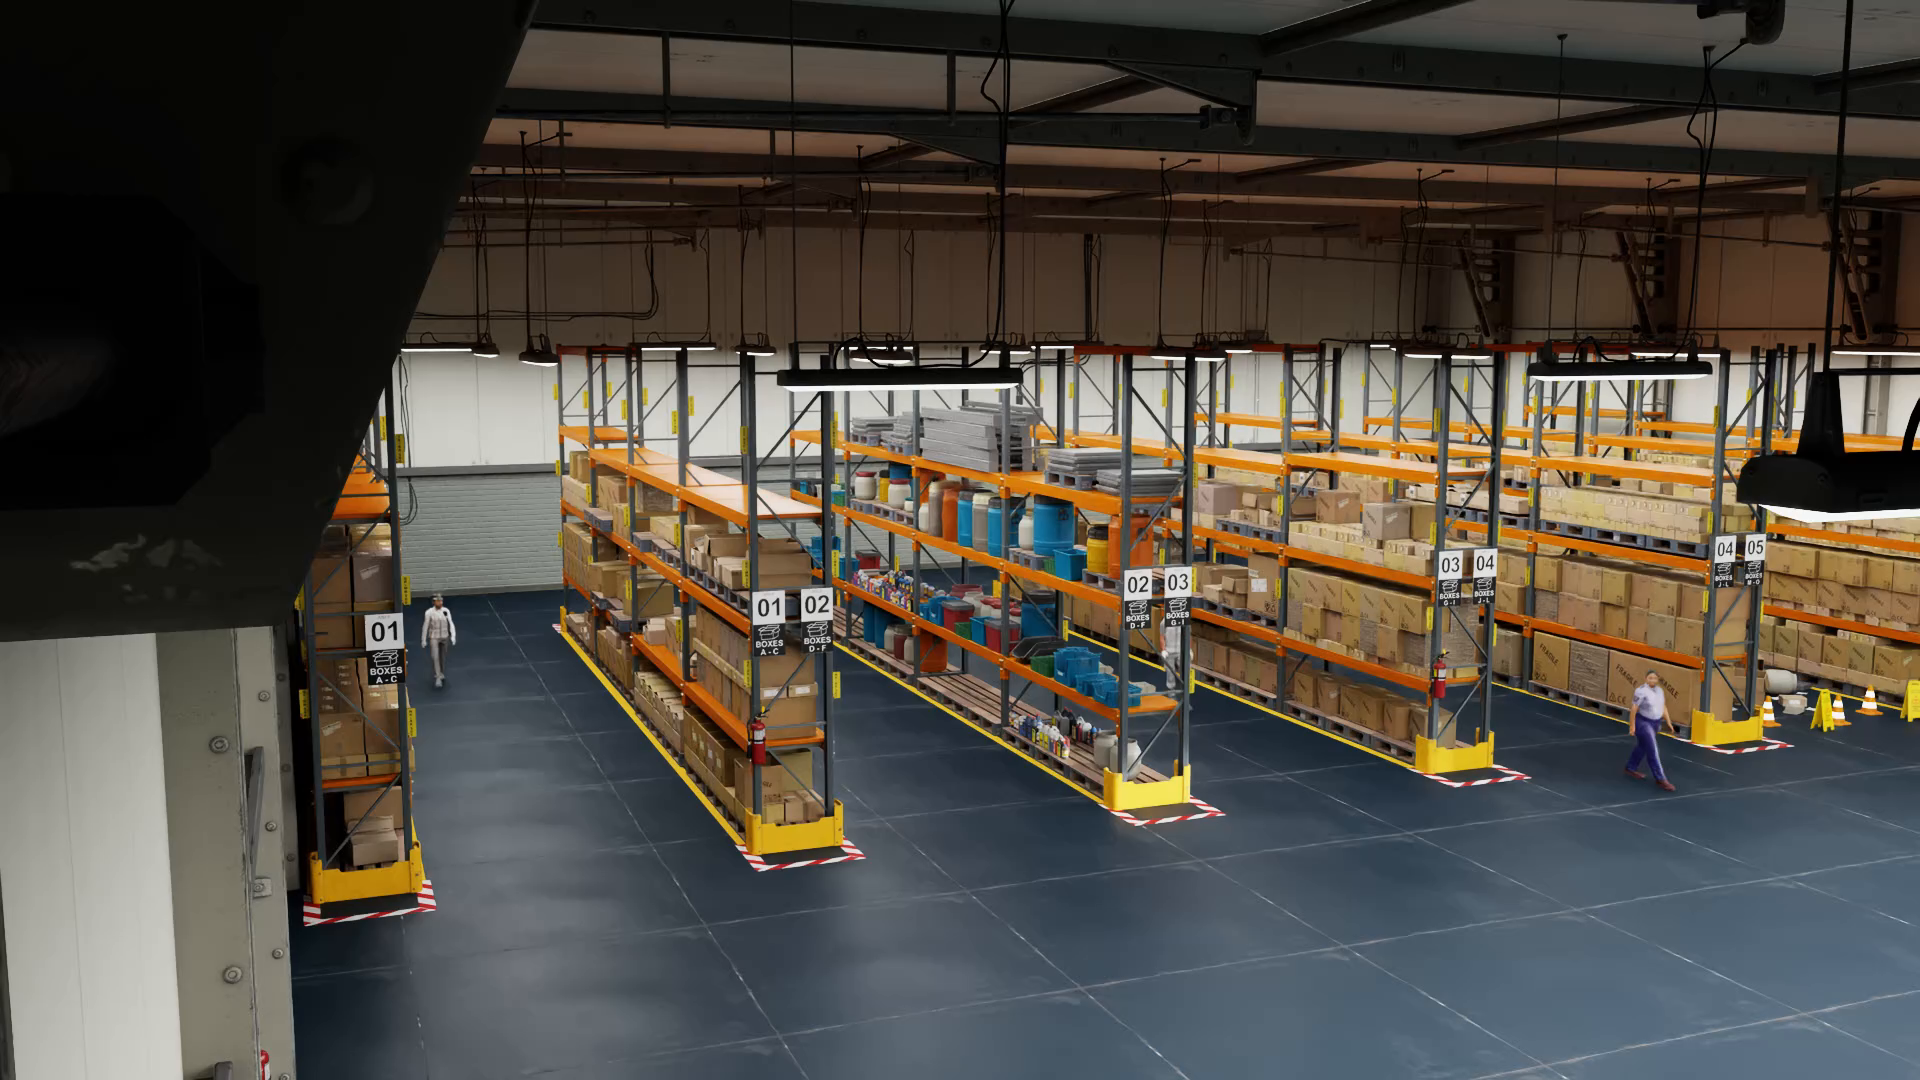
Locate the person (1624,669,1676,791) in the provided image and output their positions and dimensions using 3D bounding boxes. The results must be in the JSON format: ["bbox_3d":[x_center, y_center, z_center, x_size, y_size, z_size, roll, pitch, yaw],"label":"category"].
[{"bbox_3d":[9.620,2.586,23.109,0.508,1.613,0.896,-5,9,-32],"label":"person"}]

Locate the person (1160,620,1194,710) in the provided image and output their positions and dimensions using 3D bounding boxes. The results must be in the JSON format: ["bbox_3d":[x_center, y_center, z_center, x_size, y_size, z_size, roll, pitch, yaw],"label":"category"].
[{"bbox_3d":[3.631,1.901,27.861,0.578,1.746,0.875,1,7,6],"label":"person"}]

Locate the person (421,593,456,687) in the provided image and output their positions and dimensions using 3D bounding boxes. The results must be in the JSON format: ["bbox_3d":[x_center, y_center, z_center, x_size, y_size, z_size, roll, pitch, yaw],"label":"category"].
[{"bbox_3d":[-9.268,1.741,29.599,0.556,1.621,1.011,-4,8,-30],"label":"person"}]
